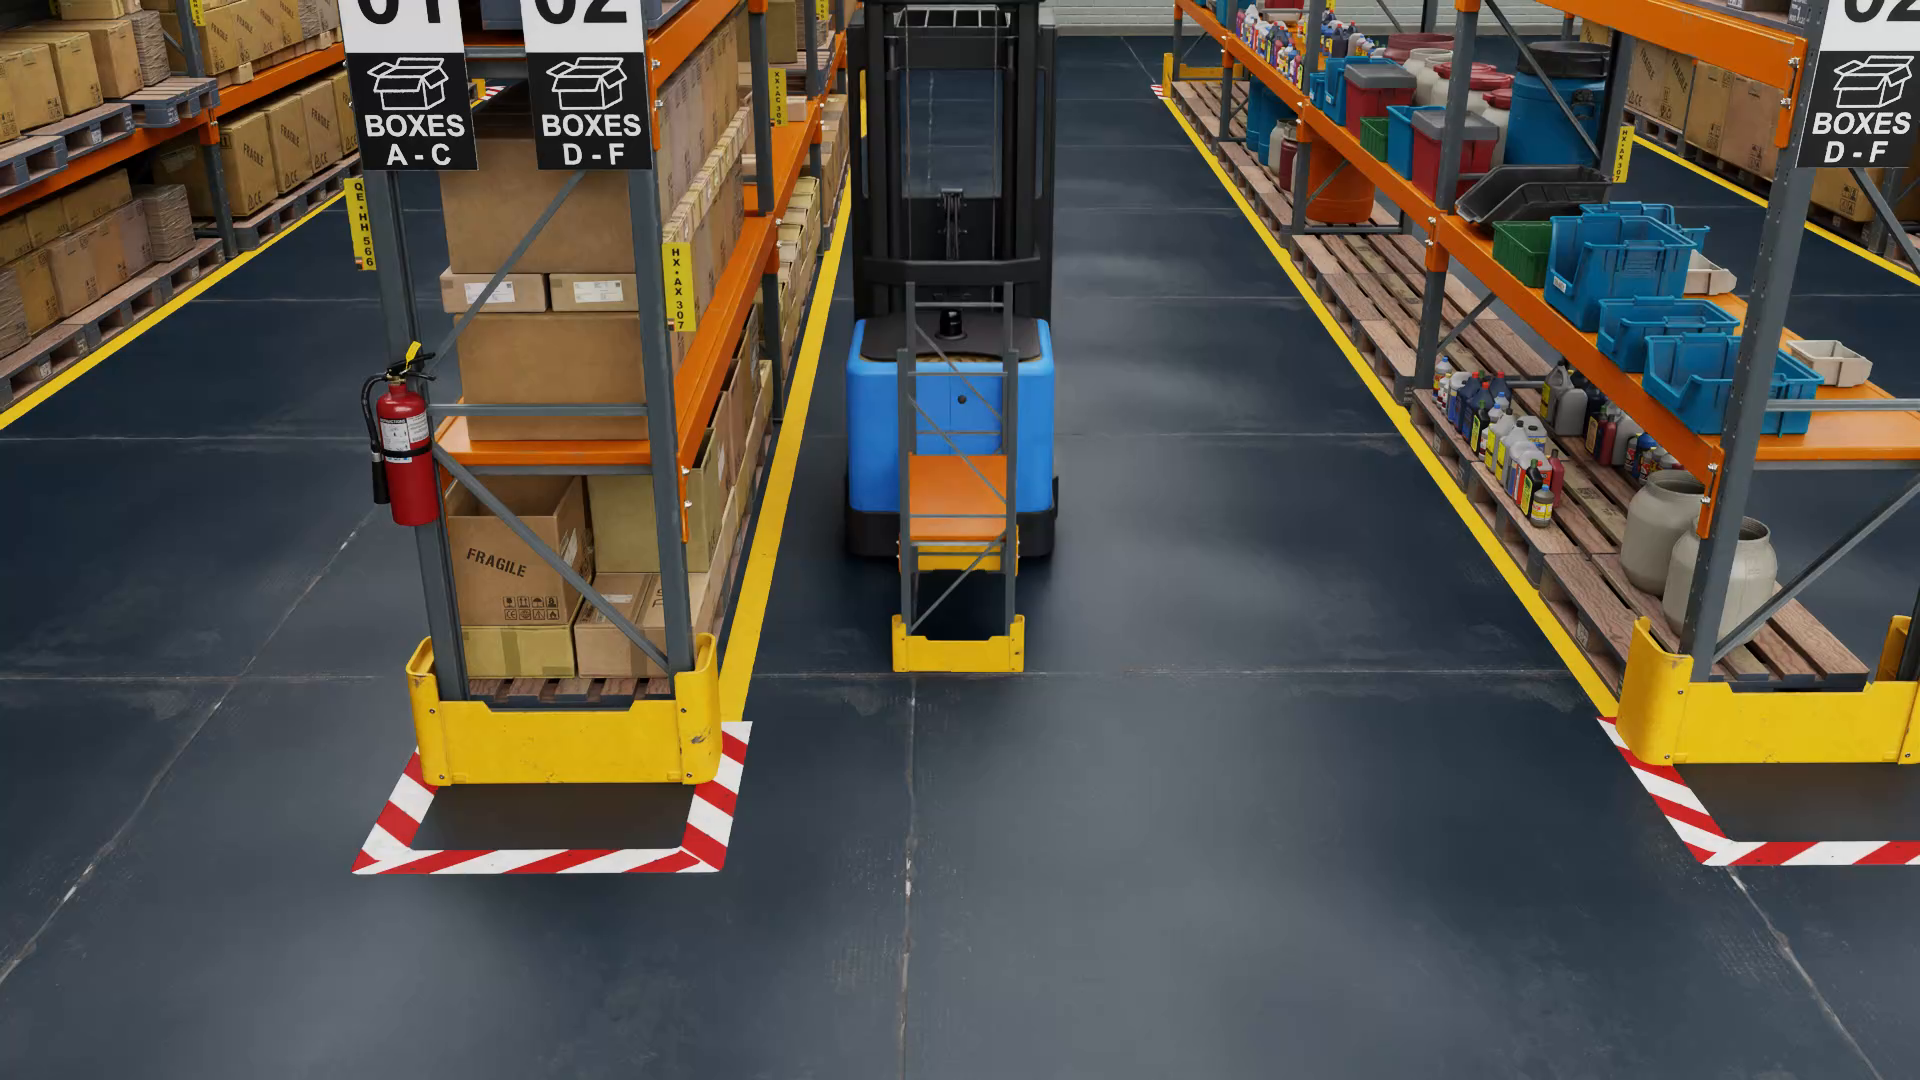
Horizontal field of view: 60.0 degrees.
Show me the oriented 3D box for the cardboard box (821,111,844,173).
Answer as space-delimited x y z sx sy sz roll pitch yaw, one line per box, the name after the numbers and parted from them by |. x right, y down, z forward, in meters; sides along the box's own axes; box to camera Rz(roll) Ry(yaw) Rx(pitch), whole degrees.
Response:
-1.401 -3.870 16.166 0.500 0.500 0.500 0 24 0 | cardboard box

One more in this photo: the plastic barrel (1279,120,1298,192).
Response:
3.267 -3.553 15.382 0.600 0.588 0.708 0 24 -1 | plastic barrel

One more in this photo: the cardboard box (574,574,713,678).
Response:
-1.347 0.364 7.133 0.500 0.250 0.500 0 24 -1 | cardboard box

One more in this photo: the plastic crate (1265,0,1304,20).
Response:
3.500 -5.867 17.932 0.402 0.464 0.583 0 24 -1 | plastic crate

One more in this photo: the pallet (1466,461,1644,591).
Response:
3.328 -0.093 8.700 1.003 0.211 1.213 0 24 -1 | pallet

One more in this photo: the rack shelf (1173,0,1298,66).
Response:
3.237 -5.938 19.112 1.077 0.370 4.000 0 24 -1 | rack shelf

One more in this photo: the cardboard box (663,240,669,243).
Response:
-1.358 -1.088 6.608 0.380 0.149 0.250 -1 24 -2 | cardboard box

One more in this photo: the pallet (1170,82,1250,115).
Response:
3.185 -5.479 20.608 1.003 0.211 1.213 0 24 -1 | pallet

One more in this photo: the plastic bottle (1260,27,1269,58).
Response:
2.869 -4.665 15.581 0.097 0.271 0.097 0 24 0 | plastic bottle

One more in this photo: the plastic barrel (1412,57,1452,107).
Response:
3.532 -3.248 12.155 0.421 0.512 0.421 0 24 0 | plastic barrel

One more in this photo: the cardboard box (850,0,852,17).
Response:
-1.436 -5.888 18.008 0.500 0.500 0.500 0 24 0 | cardboard box

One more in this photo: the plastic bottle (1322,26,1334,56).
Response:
3.475 -4.704 15.667 0.097 0.271 0.097 0 24 0 | plastic bottle

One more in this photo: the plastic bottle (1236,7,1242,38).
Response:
2.836 -5.235 16.827 0.061 0.283 0.133 0 24 -1 | plastic bottle

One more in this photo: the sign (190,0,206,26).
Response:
-6.062 -4.246 13.190 0.100 0.325 0.005 0 24 -1 | sign

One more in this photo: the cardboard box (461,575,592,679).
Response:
-1.865 0.366 7.128 0.500 0.250 0.500 0 24 -1 | cardboard box

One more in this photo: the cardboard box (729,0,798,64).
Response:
-1.771 -4.268 13.917 0.700 0.500 0.500 -9 26 -18 | cardboard box

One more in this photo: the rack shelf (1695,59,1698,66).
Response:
8.233 -4.312 15.516 1.077 0.370 4.000 0 24 -1 | rack shelf

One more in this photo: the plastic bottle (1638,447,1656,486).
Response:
3.675 -0.394 8.843 0.097 0.201 0.097 0 24 0 | plastic bottle

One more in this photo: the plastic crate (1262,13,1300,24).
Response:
3.396 -5.541 17.609 0.396 0.136 0.243 0 24 -1 | plastic crate

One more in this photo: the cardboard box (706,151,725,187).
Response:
-1.378 -1.831 8.250 0.380 0.149 0.250 0 24 1 | cardboard box

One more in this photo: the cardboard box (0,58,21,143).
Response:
-6.531 -2.787 10.616 0.700 0.500 0.500 2 24 5 | cardboard box

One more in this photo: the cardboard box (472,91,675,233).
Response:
-1.568 -1.544 6.827 0.700 0.500 0.500 -1 24 -2 | cardboard box

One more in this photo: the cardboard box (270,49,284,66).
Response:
-6.404 -4.412 15.146 0.380 0.149 0.250 0 24 0 | cardboard box

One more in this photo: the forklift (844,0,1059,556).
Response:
-0.040 -1.812 9.199 1.130 2.935 3.031 0 24 0 | forklift

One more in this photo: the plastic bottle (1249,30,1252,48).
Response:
2.863 -4.880 16.140 0.097 0.201 0.097 0 24 0 | plastic bottle

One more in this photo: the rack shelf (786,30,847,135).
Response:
-1.673 -4.269 15.421 1.077 0.370 4.000 0 24 -1 | rack shelf

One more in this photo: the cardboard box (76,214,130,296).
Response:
-6.621 -2.096 12.244 0.700 0.500 0.500 0 24 -1 | cardboard box

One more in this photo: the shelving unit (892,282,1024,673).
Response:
-0.006 -0.312 7.619 0.587 1.500 1.083 0 24 0 | shelving unit

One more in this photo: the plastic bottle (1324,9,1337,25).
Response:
3.598 -4.965 16.149 0.144 0.351 0.185 0 24 -1 | plastic bottle

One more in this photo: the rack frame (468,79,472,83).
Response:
-6.692 -7.045 20.687 1.000 3.000 0.127 0 24 -1 | rack frame

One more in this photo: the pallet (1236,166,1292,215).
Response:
3.241 -3.349 15.898 1.003 0.211 1.213 0 24 -1 | pallet

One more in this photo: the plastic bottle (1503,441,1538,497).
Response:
2.954 -0.372 8.704 0.152 0.276 0.135 -1 24 -2 | plastic bottle

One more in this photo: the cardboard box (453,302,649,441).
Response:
-1.556 -0.714 6.567 0.700 0.500 0.500 0 24 -1 | cardboard box

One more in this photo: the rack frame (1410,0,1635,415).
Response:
3.346 -2.145 9.852 1.000 3.000 0.127 0 24 -1 | rack frame

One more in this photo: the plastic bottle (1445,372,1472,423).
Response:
2.942 -0.838 9.734 0.152 0.276 0.135 1 24 1 | plastic bottle

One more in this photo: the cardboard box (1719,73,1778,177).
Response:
8.249 -4.055 16.145 1.225 0.875 0.875 -1 24 -2 | cardboard box

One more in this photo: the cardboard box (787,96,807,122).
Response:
-1.365 -3.289 12.686 0.380 0.149 0.250 0 24 -1 | cardboard box

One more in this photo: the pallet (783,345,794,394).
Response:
-1.654 -1.157 11.052 1.003 0.211 1.213 0 24 -1 | pallet

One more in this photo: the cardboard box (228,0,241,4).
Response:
-6.358 -4.690 14.064 0.500 0.250 0.500 -1 24 -1 | cardboard box

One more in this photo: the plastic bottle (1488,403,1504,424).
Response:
2.981 -0.630 9.279 0.097 0.271 0.097 0 24 0 | plastic bottle

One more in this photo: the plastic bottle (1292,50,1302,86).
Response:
2.869 -4.000 14.095 0.061 0.283 0.133 0 24 -1 | plastic bottle

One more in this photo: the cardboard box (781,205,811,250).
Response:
-1.384 -2.330 12.407 0.500 0.311 0.500 0 24 -1 | cardboard box

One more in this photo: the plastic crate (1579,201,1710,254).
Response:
3.629 -1.622 8.877 0.499 0.251 0.616 0 24 -1 | plastic crate

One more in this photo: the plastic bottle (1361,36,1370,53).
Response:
3.654 -4.396 14.972 0.061 0.283 0.133 0 24 -1 | plastic bottle

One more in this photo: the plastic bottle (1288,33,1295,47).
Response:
3.001 -4.453 15.096 0.061 0.283 0.133 0 24 -1 | plastic bottle

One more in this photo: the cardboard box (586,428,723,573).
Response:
-1.354 -0.184 7.434 0.500 0.500 0.500 0 24 -1 | cardboard box

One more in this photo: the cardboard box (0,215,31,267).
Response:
-6.594 -1.988 11.096 0.500 0.250 0.500 -1 24 -2 | cardboard box

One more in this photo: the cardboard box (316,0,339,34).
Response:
-6.375 -5.188 16.074 0.500 0.500 0.500 0 24 0 | cardboard box

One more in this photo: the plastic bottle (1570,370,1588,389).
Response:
3.641 -0.874 9.724 0.144 0.351 0.185 -1 24 -2 | plastic bottle

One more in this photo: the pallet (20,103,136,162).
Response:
-6.542 -2.846 11.635 1.003 0.211 1.213 0 24 -1 | pallet

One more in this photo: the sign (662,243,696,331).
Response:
-1.009 -0.906 5.968 0.100 0.325 0.005 0 24 -1 | sign

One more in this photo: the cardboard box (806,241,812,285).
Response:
-1.390 -2.076 12.526 0.500 0.250 0.500 0 24 1 | cardboard box

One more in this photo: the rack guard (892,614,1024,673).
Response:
-0.009 0.463 7.423 0.587 0.250 0.087 0 24 0 | rack guard

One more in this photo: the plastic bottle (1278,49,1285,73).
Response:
2.879 -4.251 14.750 0.097 0.201 0.097 0 24 0 | plastic bottle

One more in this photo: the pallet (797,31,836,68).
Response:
-1.677 -4.486 15.262 1.003 0.211 1.213 0 24 -1 | pallet
